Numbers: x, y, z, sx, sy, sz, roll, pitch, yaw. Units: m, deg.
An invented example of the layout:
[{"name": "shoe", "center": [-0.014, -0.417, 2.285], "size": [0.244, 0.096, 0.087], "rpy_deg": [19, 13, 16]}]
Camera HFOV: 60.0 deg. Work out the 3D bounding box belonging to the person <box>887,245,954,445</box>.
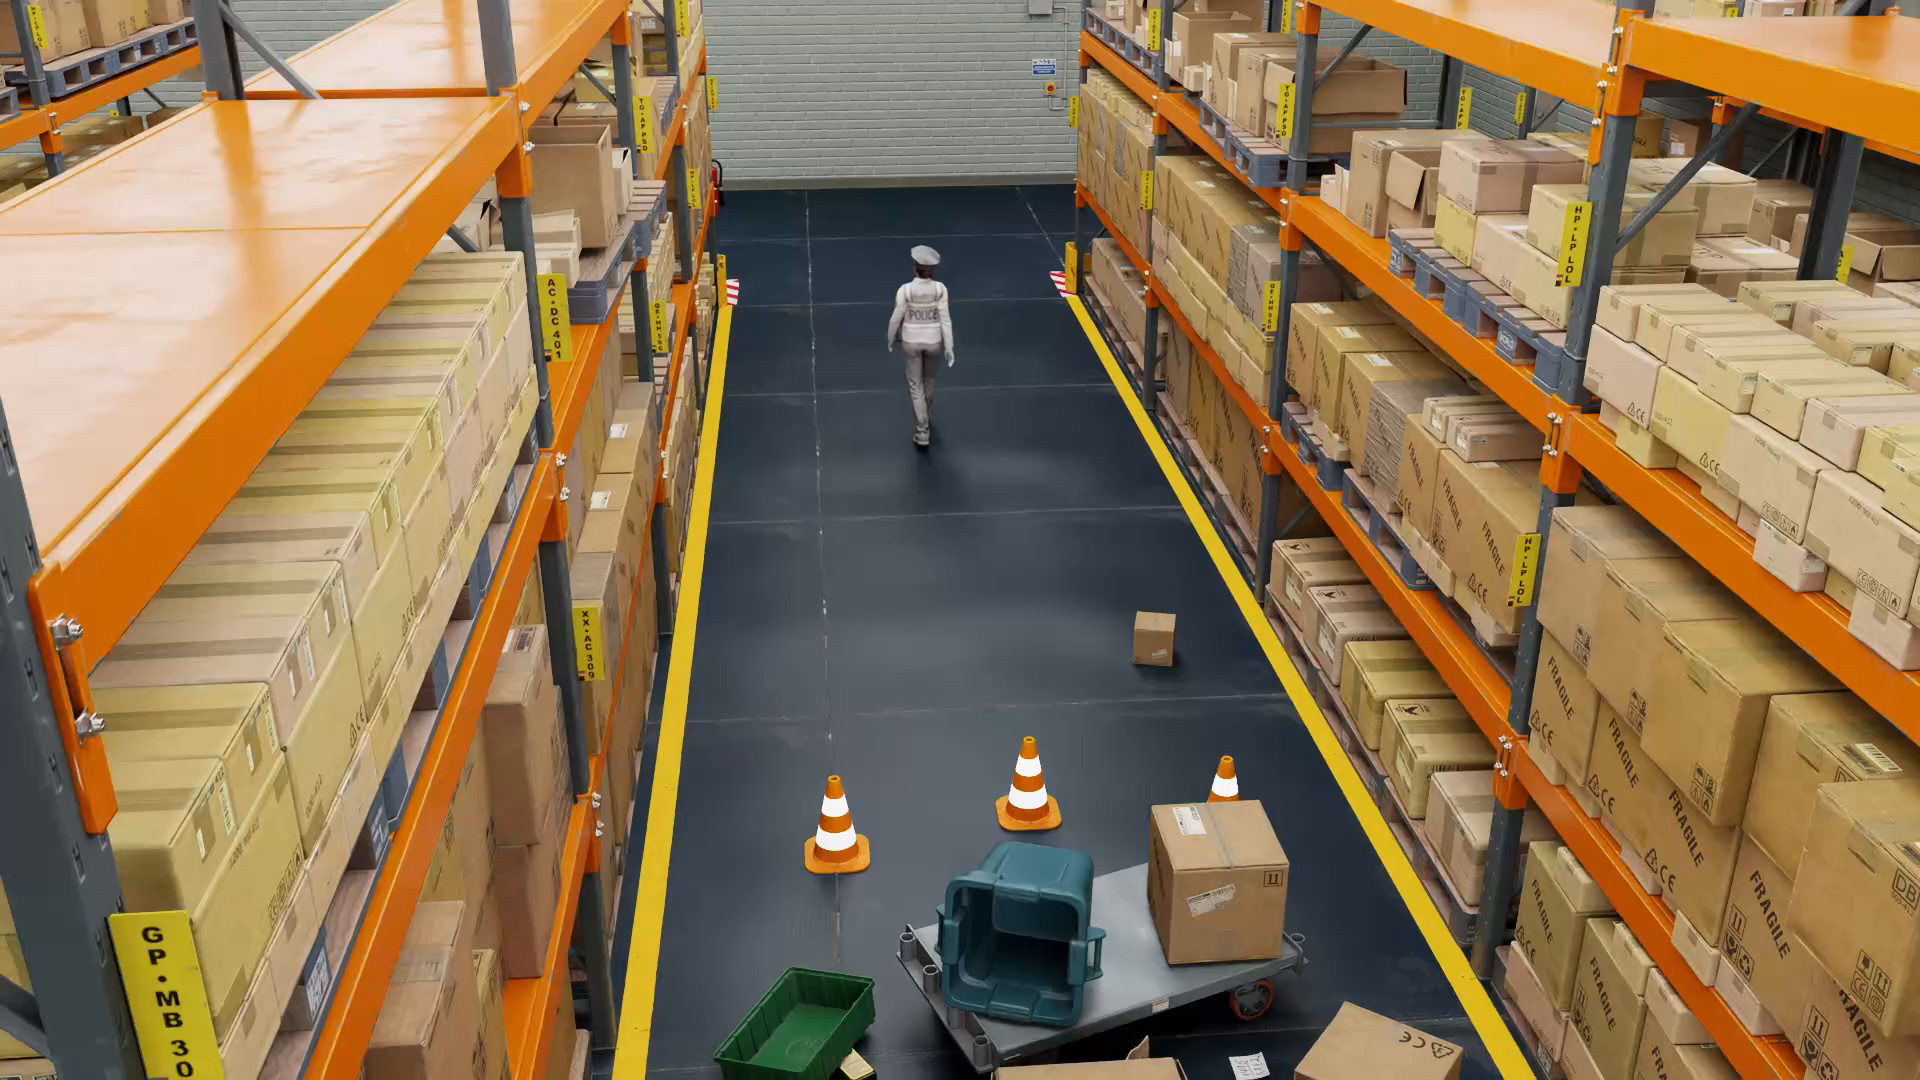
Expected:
[{"name": "person", "center": [-0.363, -1.706, 14.095], "size": [0.515, 1.642, 0.913], "rpy_deg": [-7, 25, -15]}]
